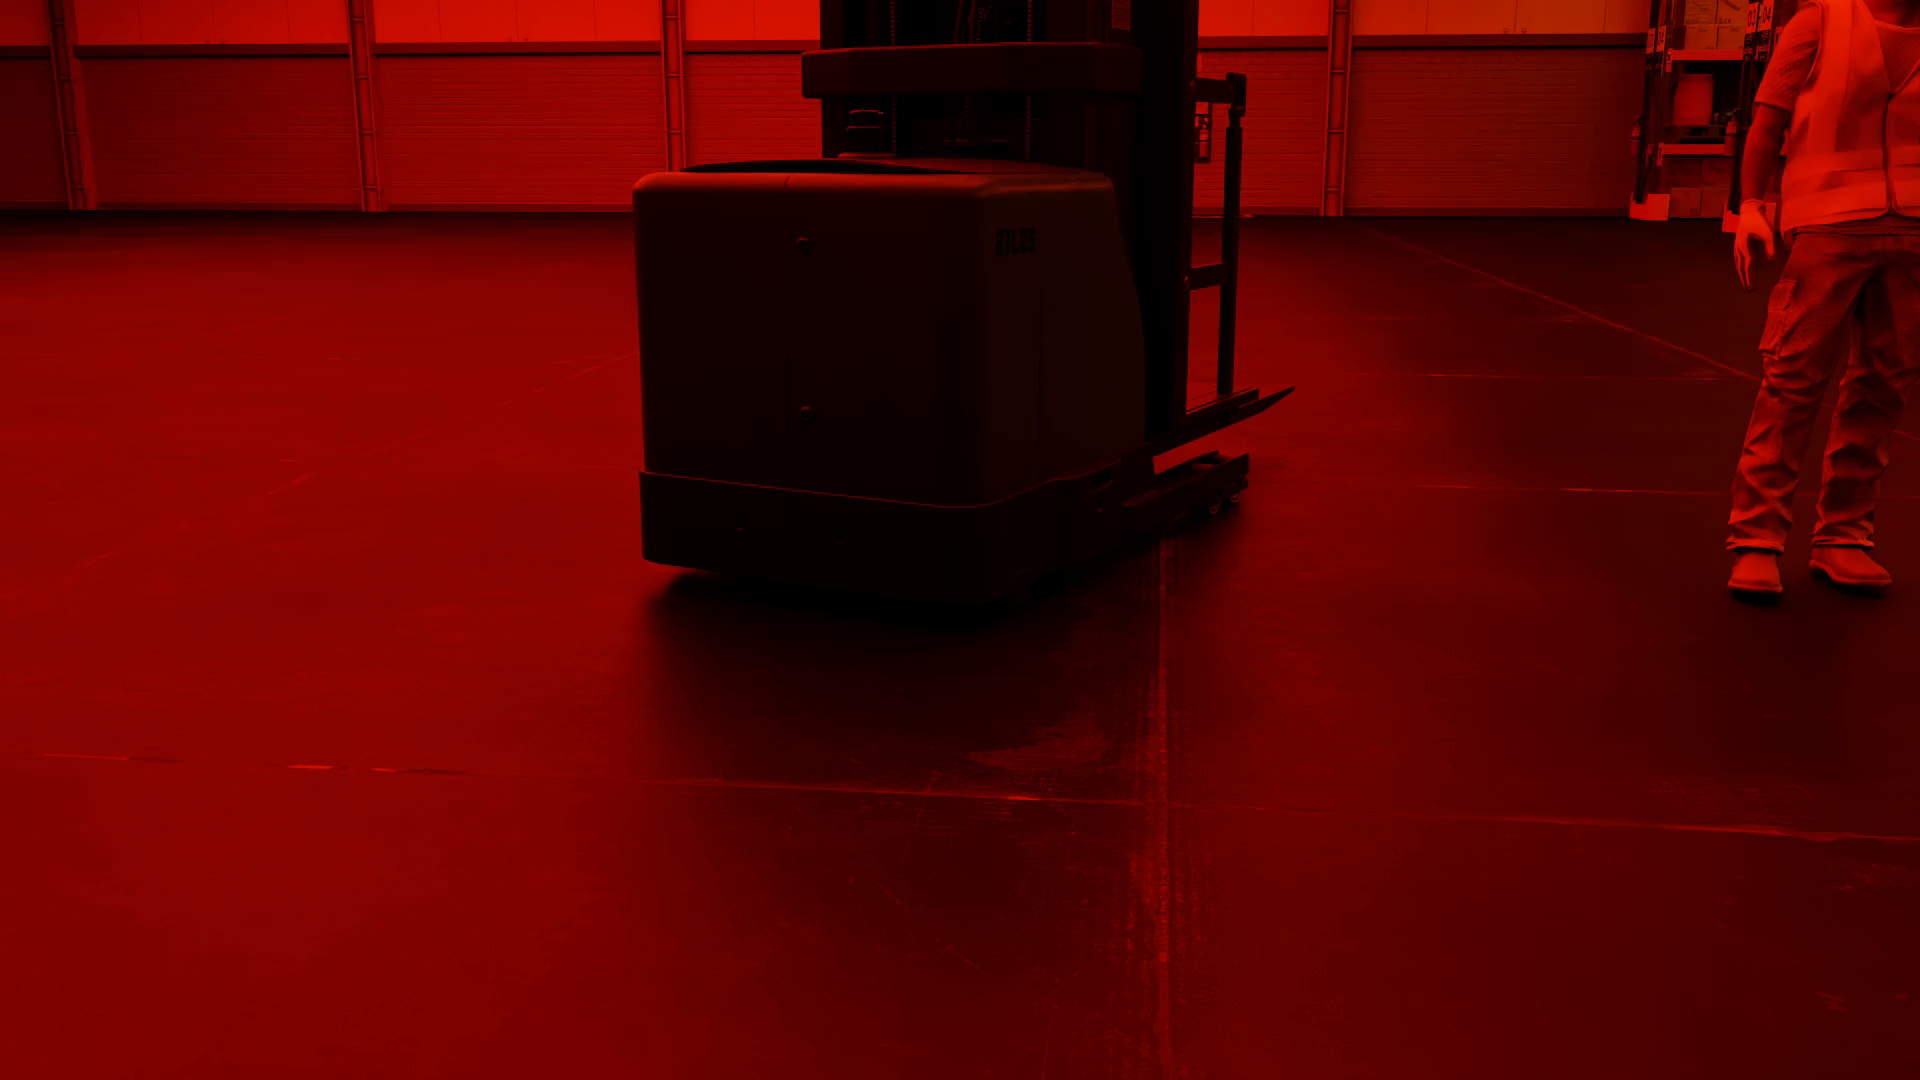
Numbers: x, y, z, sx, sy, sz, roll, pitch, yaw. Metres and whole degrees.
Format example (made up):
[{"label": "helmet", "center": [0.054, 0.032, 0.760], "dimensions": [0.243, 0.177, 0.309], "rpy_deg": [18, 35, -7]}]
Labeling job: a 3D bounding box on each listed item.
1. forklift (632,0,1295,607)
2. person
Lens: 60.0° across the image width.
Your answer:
[{"label": "forklift", "center": [0.299, -1.552, 5.146], "dimensions": [1.130, 2.935, 3.031], "rpy_deg": [7, 15, 28]}, {"label": "person", "center": [2.341, -0.761, 4.253], "dimensions": [0.656, 1.781, 0.579], "rpy_deg": [2, 13, 10]}]
